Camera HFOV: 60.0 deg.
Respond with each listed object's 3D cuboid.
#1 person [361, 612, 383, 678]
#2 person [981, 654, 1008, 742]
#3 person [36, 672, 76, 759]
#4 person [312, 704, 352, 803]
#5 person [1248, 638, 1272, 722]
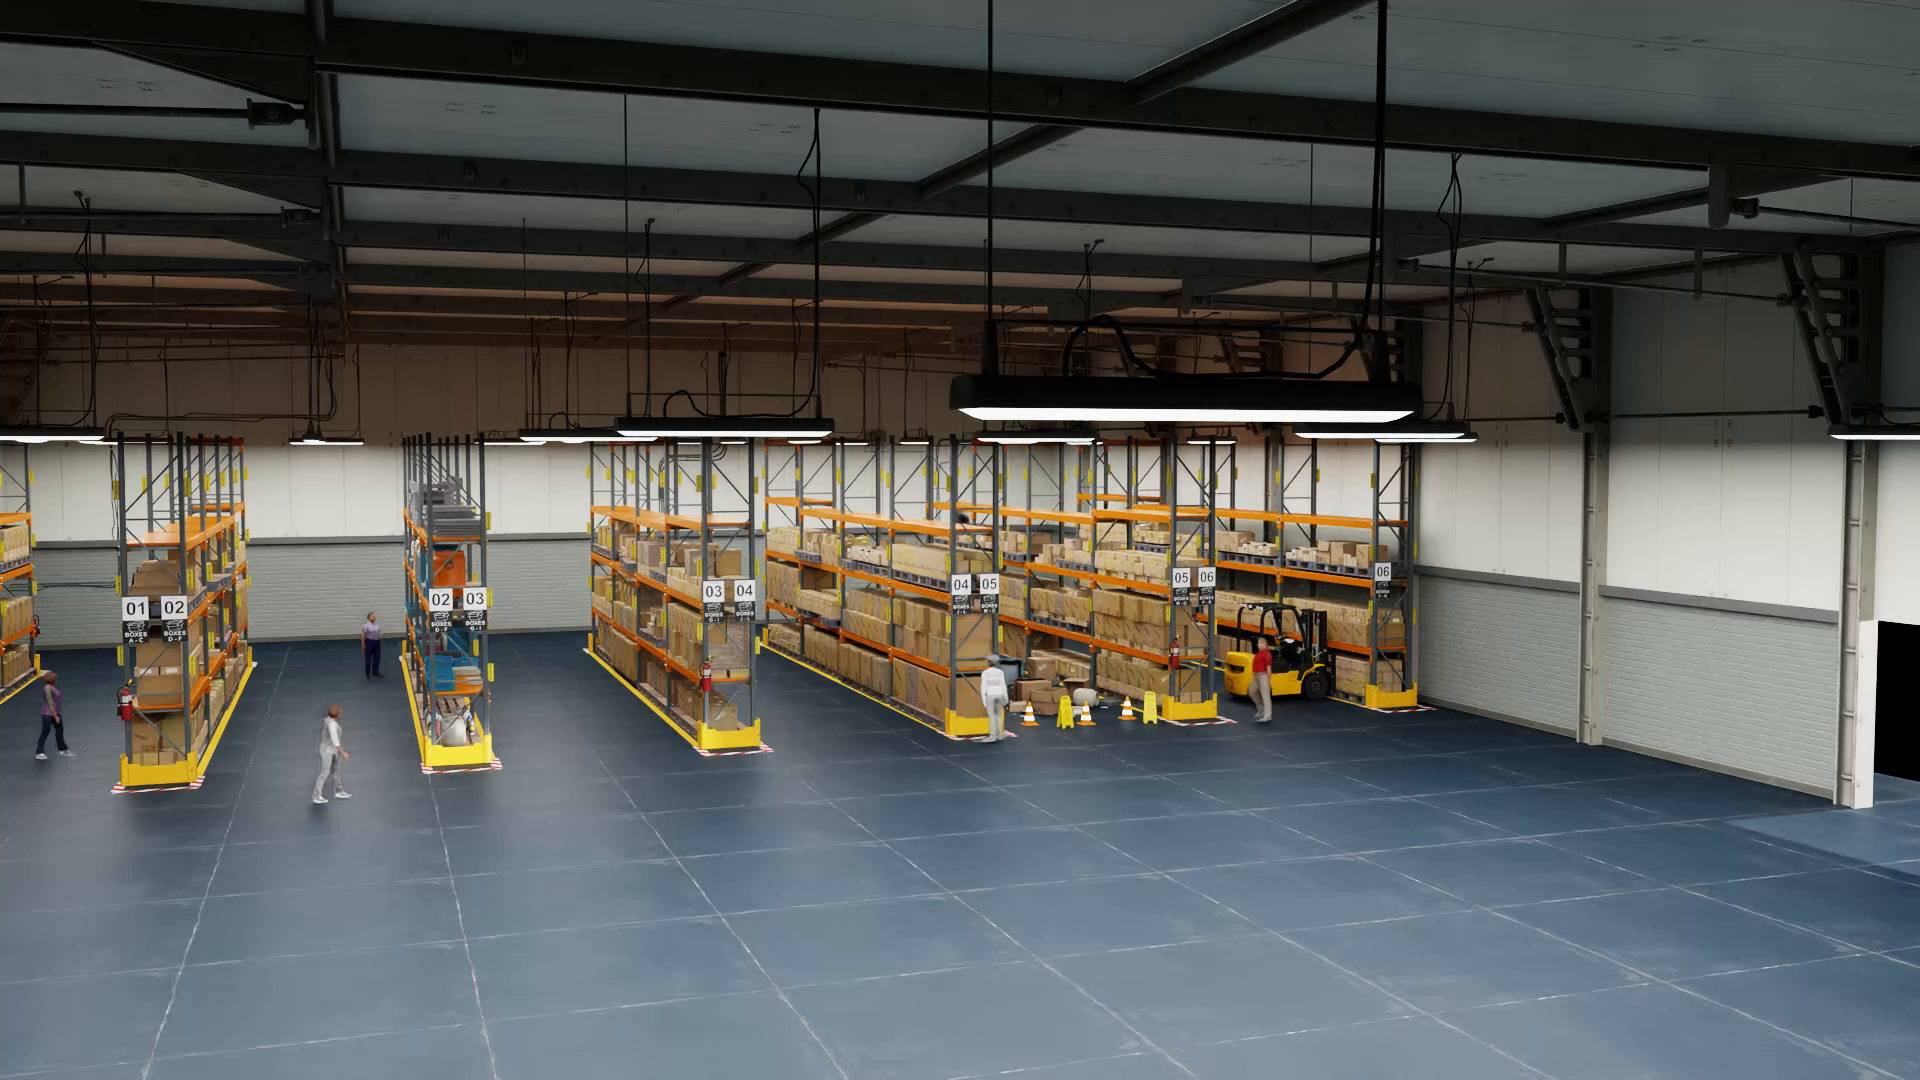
[{"bbox_3d":[-14.621,2.612,41.364,0.377,1.650,0.577,2,4,36],"label":"person"},{"bbox_3d":[0.678,3.089,32.414,0.550,1.713,0.396,-1,3,-16],"label":"person"},{"bbox_3d":[-16.725,3.228,30.669,0.543,1.607,0.559,0,3,-6],"label":"person"},{"bbox_3d":[-10.193,3.449,26.954,0.585,1.595,0.552,-1,3,-17],"label":"person"},{"bbox_3d":[6.333,2.918,34.894,0.426,1.752,0.619,-1,3,-20],"label":"person"}]
